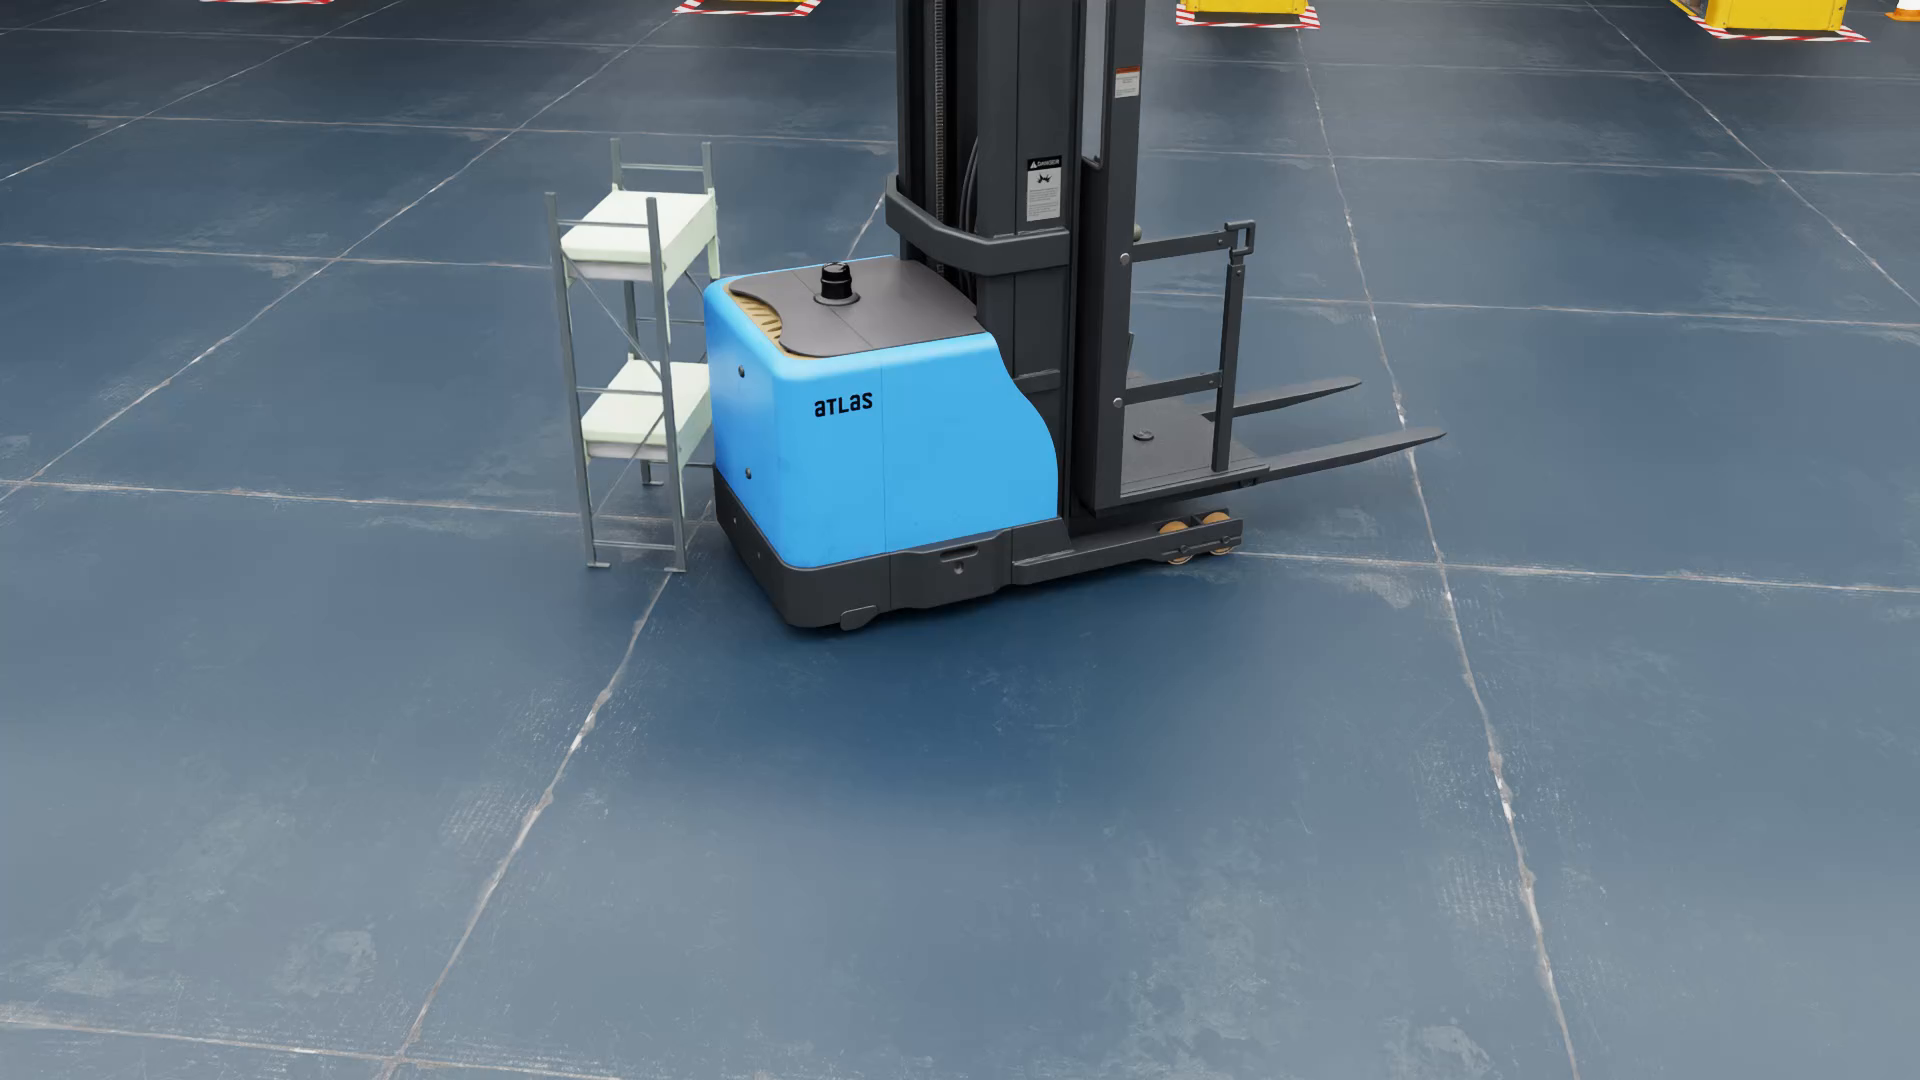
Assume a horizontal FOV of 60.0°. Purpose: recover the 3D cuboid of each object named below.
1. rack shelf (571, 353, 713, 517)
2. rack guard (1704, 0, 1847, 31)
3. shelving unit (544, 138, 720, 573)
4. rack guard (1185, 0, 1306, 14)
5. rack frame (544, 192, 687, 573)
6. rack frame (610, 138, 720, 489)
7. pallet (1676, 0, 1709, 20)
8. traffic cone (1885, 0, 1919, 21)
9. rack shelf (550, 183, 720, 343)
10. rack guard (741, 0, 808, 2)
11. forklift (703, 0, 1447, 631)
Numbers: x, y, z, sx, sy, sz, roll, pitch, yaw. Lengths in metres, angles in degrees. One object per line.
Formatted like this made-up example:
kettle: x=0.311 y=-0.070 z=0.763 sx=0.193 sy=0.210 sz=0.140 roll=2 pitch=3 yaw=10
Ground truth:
rack shelf: x=-1.219 y=-0.433 z=6.657 sx=0.431 sy=0.370 sz=0.720 roll=4 pitch=29 yaw=6
rack guard: x=7.734 y=-5.122 z=15.731 sx=1.175 sy=0.500 sz=0.348 roll=3 pitch=28 yaw=6
shelving unit: x=-1.217 y=-0.720 z=6.502 sx=0.431 sy=1.500 sz=0.755 roll=4 pitch=29 yaw=6
rack guard: x=2.836 y=-5.505 z=16.442 sx=1.175 sy=0.500 sz=0.348 roll=3 pitch=28 yaw=6
rack frame: x=-1.265 y=-0.548 z=6.182 sx=0.400 sy=1.500 sz=0.023 roll=4 pitch=29 yaw=6
rack frame: x=-1.169 y=-0.892 z=6.821 sx=0.400 sy=1.500 sz=0.023 roll=4 pitch=29 yaw=6
pallet: x=7.757 y=-5.387 z=16.527 sx=1.003 sy=0.211 sz=1.213 roll=3 pitch=28 yaw=6
traffic cone: x=9.211 y=-5.285 z=16.071 sx=0.336 sy=0.463 sz=0.334 roll=3 pitch=28 yaw=6
rack shelf: x=-1.215 y=-1.063 z=6.316 sx=0.431 sy=0.370 sz=0.720 roll=4 pitch=29 yaw=6
rack guard: x=-2.126 y=-5.796 z=16.981 sx=1.175 sy=0.500 sz=0.348 roll=3 pitch=28 yaw=6
forklift: x=0.573 y=-1.410 z=6.277 sx=3.031 sy=2.935 sz=1.130 roll=-12 pitch=30 yaw=-21
